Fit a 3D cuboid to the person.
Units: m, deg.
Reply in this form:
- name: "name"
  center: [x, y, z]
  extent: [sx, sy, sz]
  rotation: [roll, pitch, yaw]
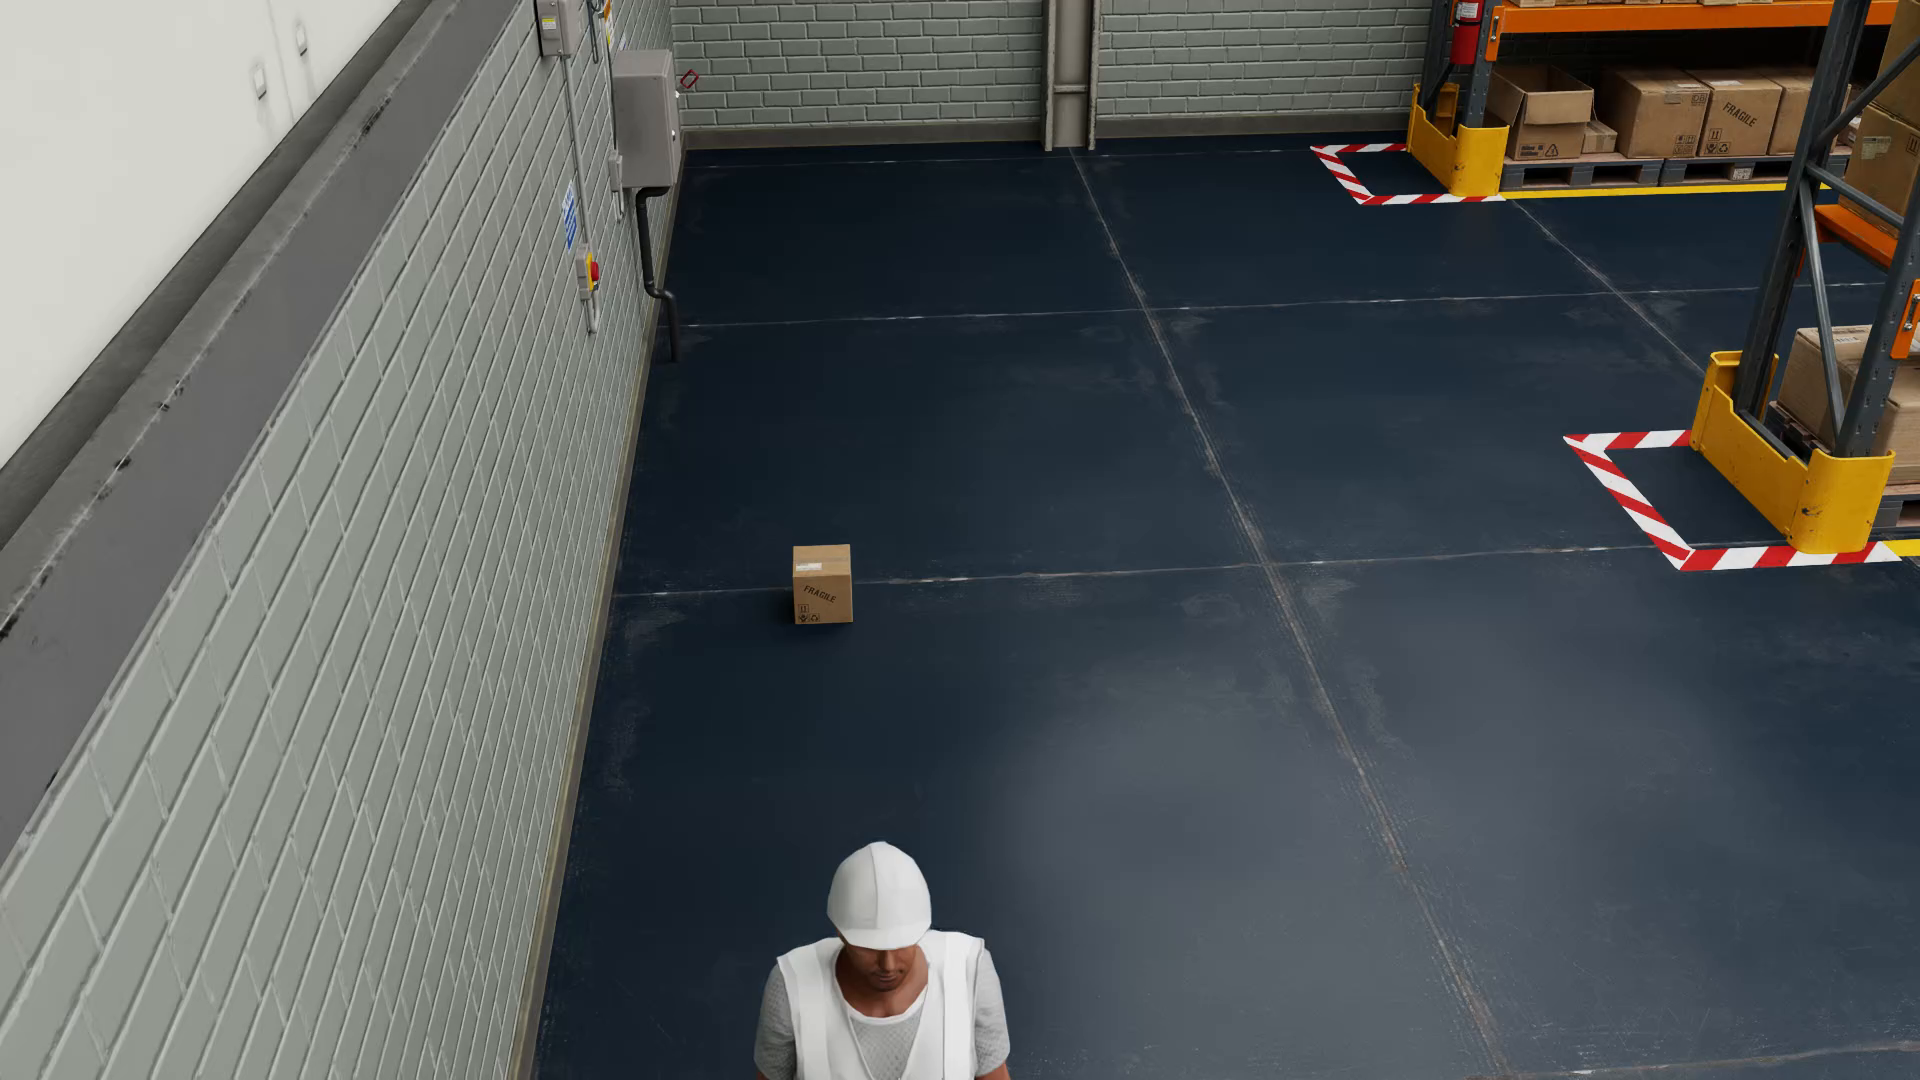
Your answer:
- name: "person"
  center: [-0.168, 1.403, 3.751]
  extent: [0.569, 1.761, 0.812]
  rotation: [-5, 31, -8]
